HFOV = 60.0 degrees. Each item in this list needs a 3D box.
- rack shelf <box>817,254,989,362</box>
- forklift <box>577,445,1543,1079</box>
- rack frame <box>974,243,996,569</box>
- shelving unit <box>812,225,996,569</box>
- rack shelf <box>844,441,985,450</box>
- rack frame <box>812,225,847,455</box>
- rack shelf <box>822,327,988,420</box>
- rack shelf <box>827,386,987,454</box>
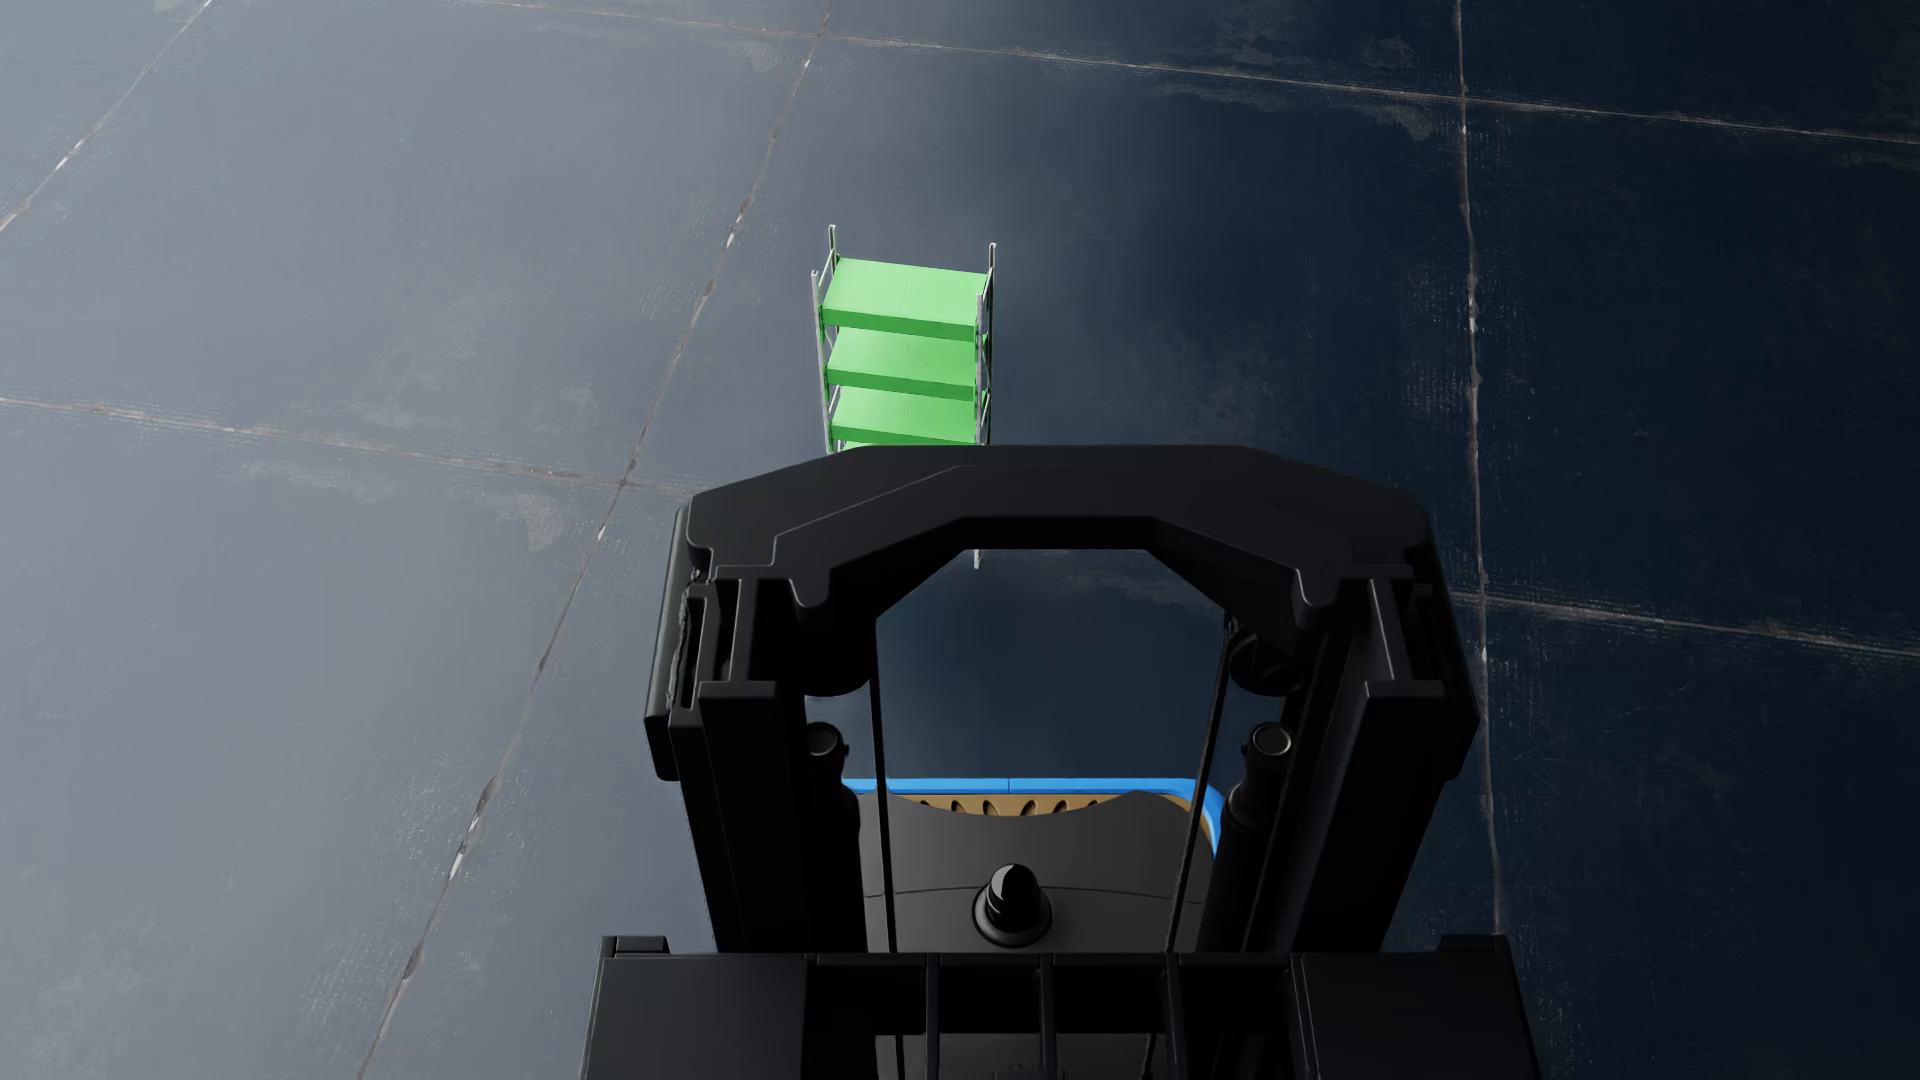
[{"bbox_3d":[-0.163,-0.701,5.014,0.480,0.148,0.258,8,49,7],"label":"rack shelf"},{"bbox_3d":[0.113,1.385,2.535,1.130,2.935,3.031,0,48,0],"label":"forklift"},{"bbox_3d":[0.077,-0.391,5.294,0.015,1.200,0.240,8,49,7],"label":"rack frame"},{"bbox_3d":[-0.163,-0.423,5.323,0.503,1.200,0.258,8,49,7],"label":"shelving unit"},{"bbox_3d":[-0.163,-0.220,5.549,0.480,0.148,0.258,8,49,7],"label":"rack shelf"},{"bbox_3d":[-0.403,-0.455,5.352,0.015,1.200,0.240,8,49,7],"label":"rack frame"},{"bbox_3d":[-0.163,-0.541,5.192,0.480,0.148,0.258,8,49,7],"label":"rack shelf"},{"bbox_3d":[-0.163,-0.380,5.371,0.480,0.148,0.258,8,49,7],"label":"rack shelf"}]
